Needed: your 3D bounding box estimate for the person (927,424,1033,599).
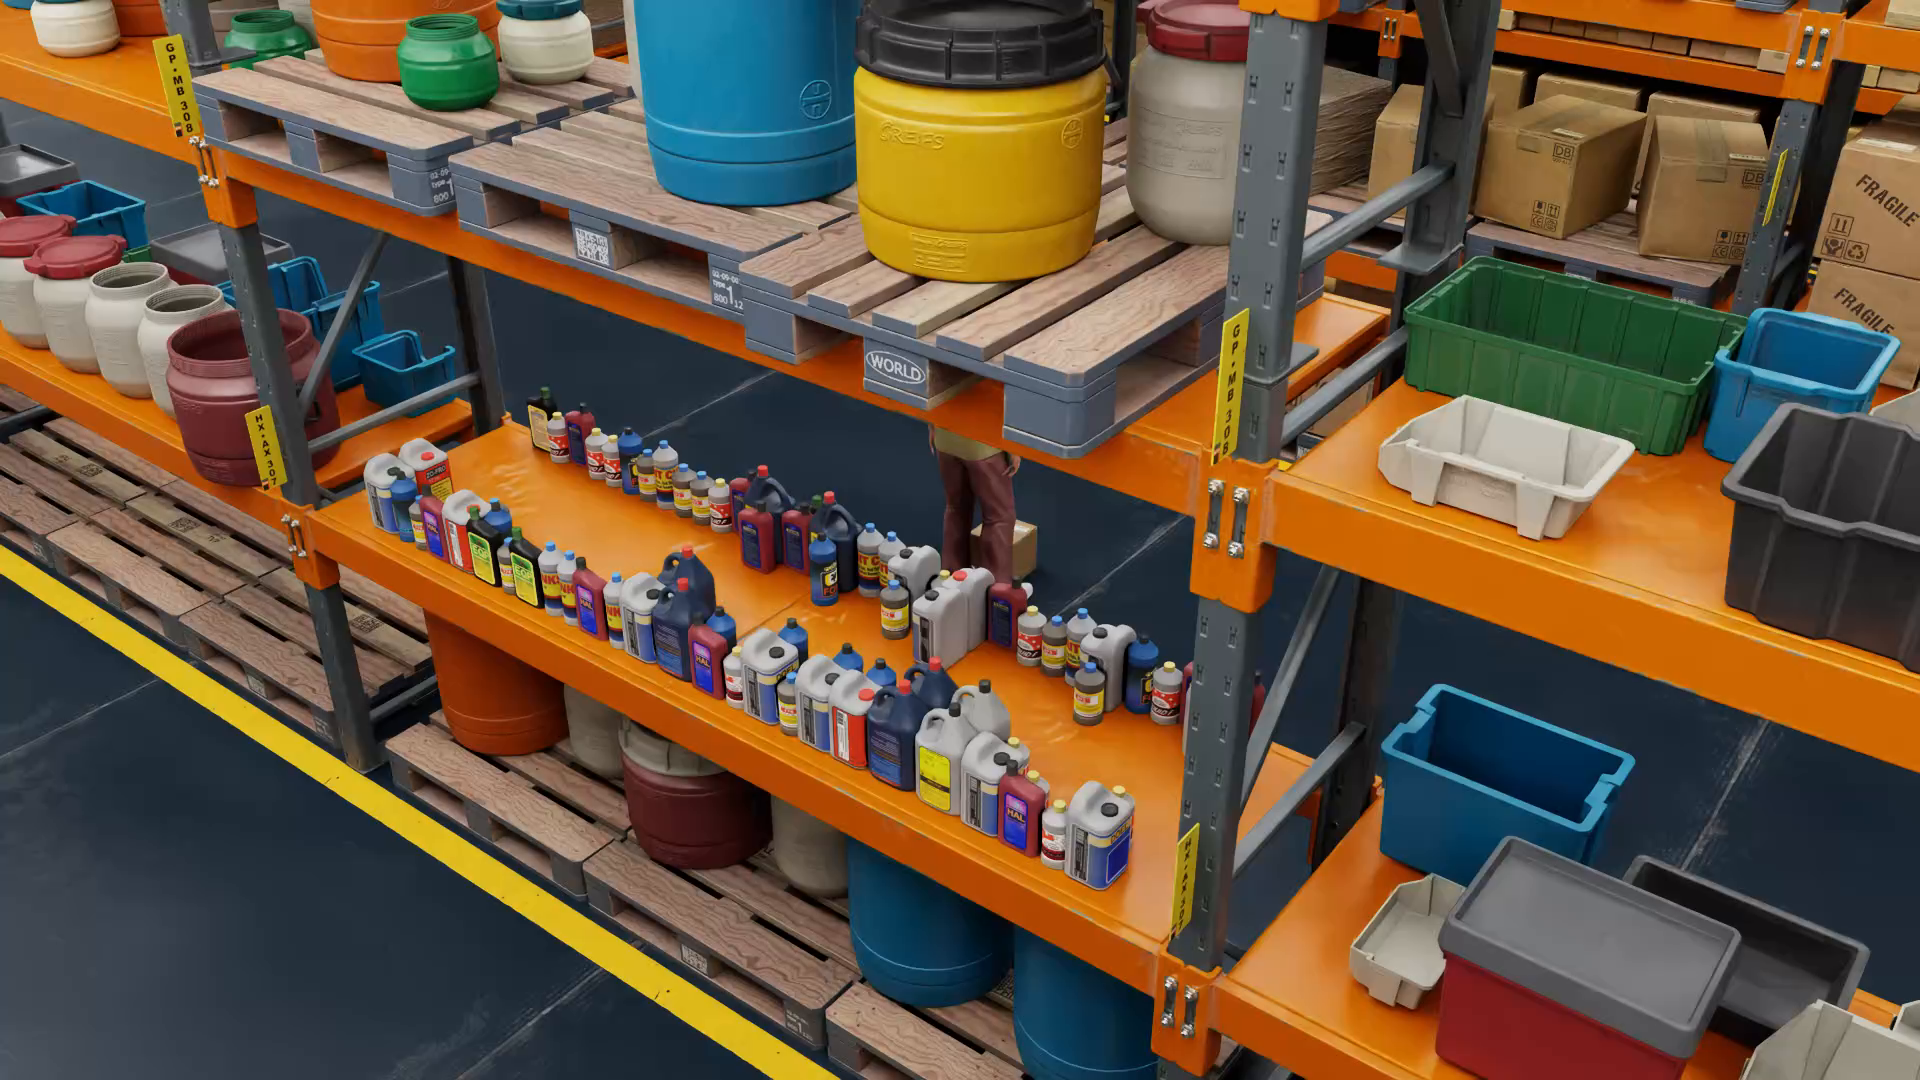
[{"bbox_3d":[0.073,-0.450,7.885,0.516,1.671,0.363,19,36,28],"label":"person"}]
